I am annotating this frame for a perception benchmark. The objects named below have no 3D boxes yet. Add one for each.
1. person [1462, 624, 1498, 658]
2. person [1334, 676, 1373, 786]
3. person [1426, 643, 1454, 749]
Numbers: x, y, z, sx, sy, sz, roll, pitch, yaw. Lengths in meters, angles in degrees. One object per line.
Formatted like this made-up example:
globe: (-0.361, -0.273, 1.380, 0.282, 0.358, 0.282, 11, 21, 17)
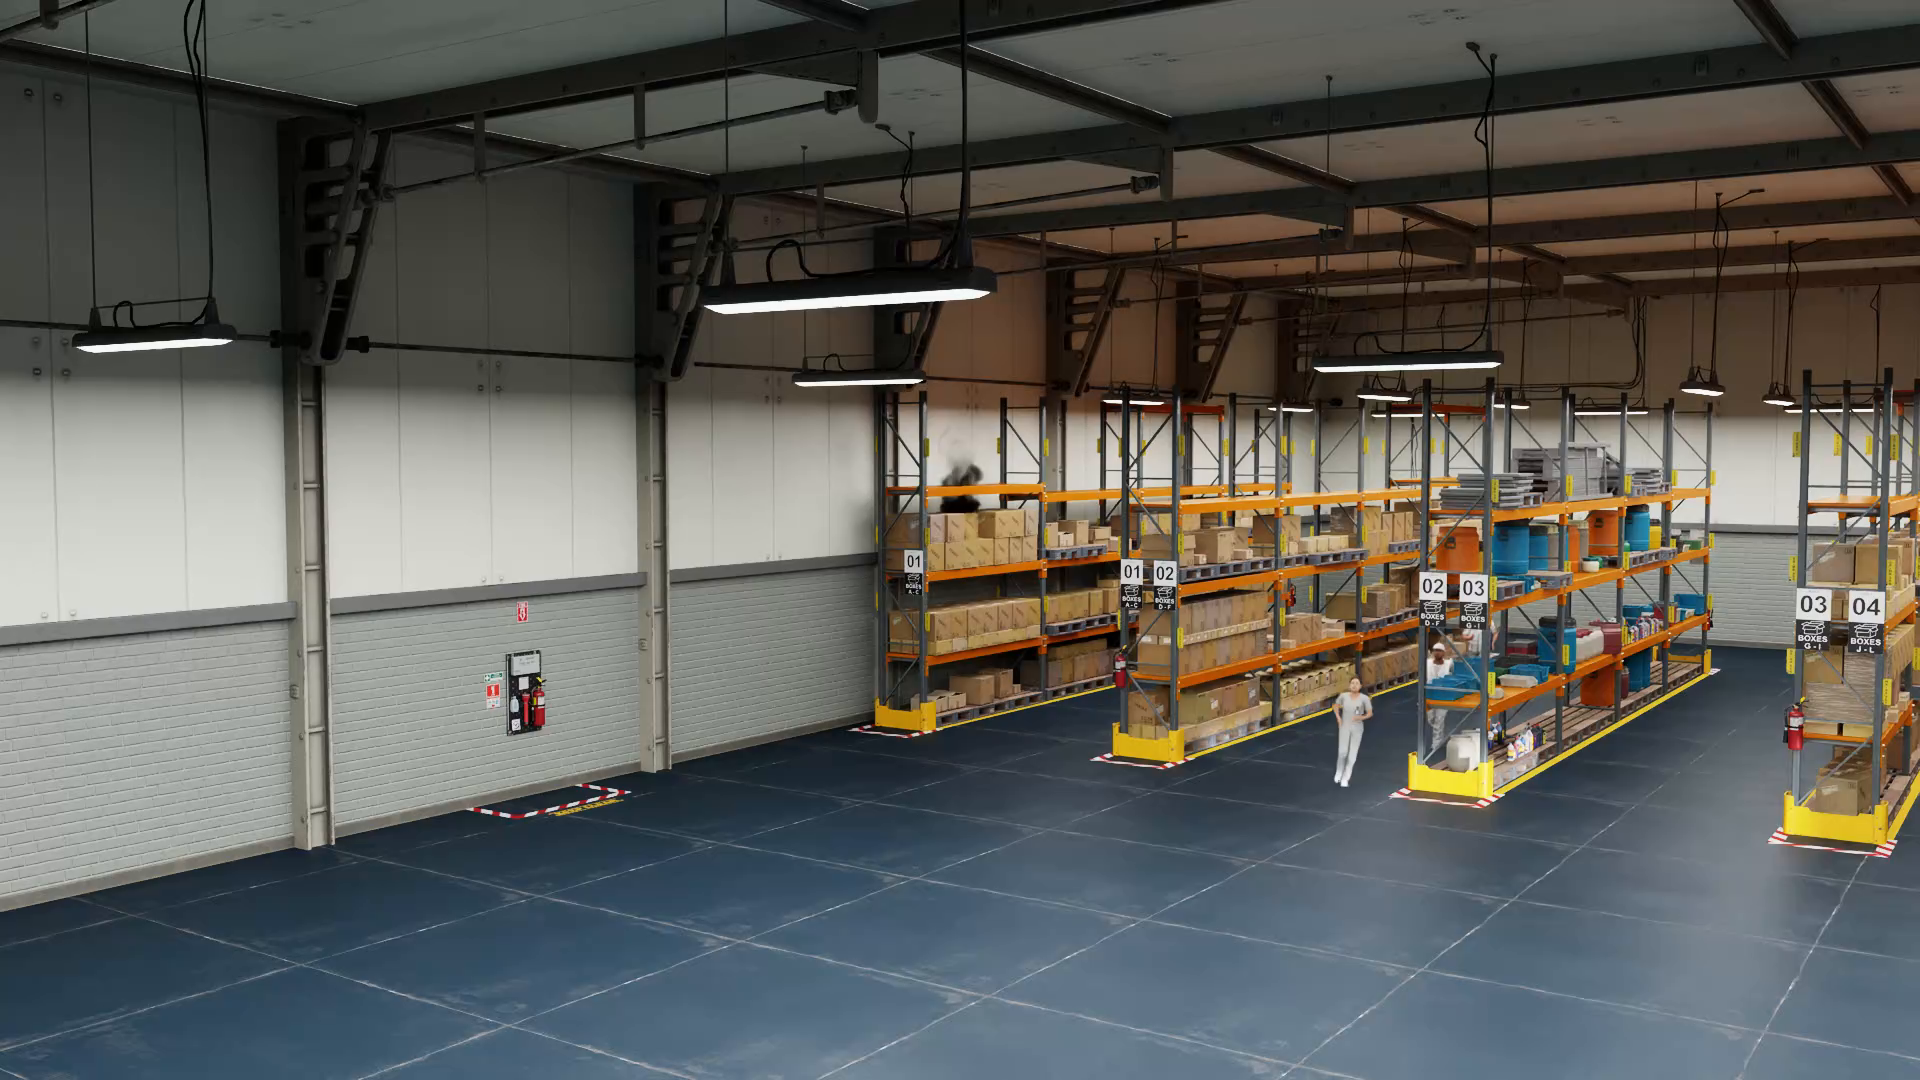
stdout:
person: (10.504, 2.230, 33.648, 0.667, 1.760, 0.983, 2, 4, 27)
person: (5.803, 2.832, 24.569, 0.577, 1.645, 0.529, 1, 3, 15)
person: (8.016, 2.592, 27.826, 0.683, 1.743, 0.689, 2, 4, 26)
